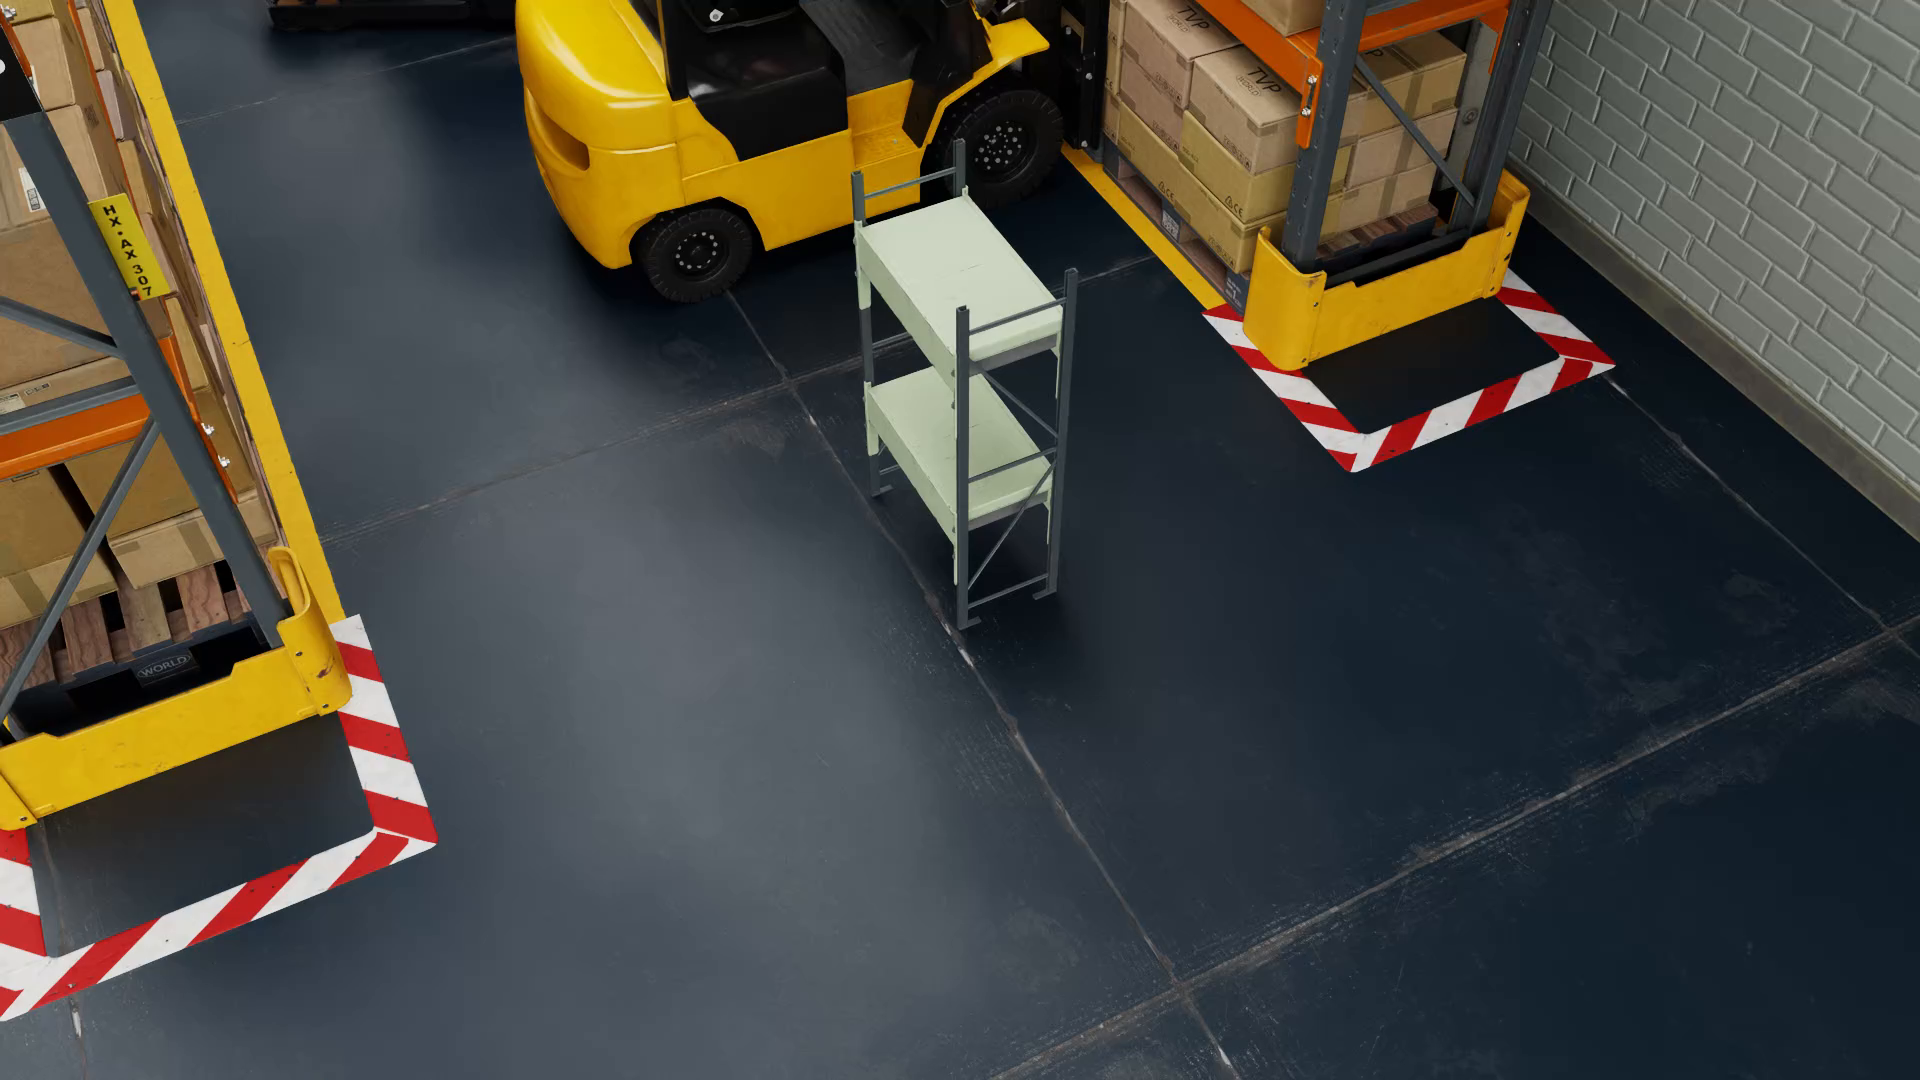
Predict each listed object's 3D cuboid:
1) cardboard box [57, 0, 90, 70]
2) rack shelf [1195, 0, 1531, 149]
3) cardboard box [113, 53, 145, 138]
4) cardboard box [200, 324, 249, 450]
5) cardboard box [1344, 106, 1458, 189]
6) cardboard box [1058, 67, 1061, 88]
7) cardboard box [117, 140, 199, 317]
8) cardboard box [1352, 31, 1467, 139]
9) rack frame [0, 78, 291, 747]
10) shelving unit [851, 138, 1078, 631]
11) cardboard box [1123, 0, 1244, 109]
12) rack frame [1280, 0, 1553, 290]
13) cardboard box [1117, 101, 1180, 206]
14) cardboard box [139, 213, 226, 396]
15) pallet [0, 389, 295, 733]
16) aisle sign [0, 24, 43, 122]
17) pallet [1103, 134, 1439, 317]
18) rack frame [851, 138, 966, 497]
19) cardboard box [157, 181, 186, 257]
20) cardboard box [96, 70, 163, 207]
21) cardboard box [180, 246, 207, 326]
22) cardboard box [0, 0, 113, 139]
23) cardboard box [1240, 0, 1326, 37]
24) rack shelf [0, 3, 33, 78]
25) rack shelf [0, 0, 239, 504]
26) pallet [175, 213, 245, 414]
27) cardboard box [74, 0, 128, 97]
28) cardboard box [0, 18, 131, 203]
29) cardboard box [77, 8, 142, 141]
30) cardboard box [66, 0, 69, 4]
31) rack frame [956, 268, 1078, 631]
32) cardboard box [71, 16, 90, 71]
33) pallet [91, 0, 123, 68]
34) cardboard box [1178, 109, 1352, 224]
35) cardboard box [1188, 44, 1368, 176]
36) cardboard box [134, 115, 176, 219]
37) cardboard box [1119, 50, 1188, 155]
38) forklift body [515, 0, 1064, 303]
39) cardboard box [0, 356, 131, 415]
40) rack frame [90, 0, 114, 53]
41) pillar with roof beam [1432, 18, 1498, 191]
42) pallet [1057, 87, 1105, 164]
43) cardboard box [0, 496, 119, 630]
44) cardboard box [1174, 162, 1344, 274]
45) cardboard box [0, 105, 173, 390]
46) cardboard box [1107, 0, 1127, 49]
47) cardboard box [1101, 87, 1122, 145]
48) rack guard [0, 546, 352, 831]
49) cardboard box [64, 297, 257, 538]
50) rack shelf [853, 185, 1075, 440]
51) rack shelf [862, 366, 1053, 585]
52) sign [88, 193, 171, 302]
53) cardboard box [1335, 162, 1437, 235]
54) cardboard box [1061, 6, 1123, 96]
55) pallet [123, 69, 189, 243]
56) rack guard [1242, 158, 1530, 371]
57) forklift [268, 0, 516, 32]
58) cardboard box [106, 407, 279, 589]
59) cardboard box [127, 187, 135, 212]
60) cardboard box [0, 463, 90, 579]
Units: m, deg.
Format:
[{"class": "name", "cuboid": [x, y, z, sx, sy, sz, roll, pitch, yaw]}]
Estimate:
[{"class": "cardboard box", "cuboid": [-3.338, -1.855, 5.616, 0.500, 0.500, 0.500, -22, 52, -18]}, {"class": "rack shelf", "cuboid": [0.843, -3.102, 7.448, 1.077, 0.370, 4.000, -21, 52, -18]}, {"class": "cardboard box", "cuboid": [-3.975, -1.895, 7.462, 0.500, 0.250, 0.500, -19, 52, -16]}, {"class": "cardboard box", "cuboid": [-3.004, -0.500, 6.242, 0.500, 0.250, 0.500, -19, 52, -16]}, {"class": "cardboard box", "cuboid": [1.727, -1.784, 7.033, 0.500, 0.250, 0.500, -20, 52, -17]}, {"class": "cardboard box", "cuboid": [0.564, -2.453, 7.950, 0.500, 0.250, 0.500, -20, 52, -16]}, {"class": "cardboard box", "cuboid": [-3.254, -1.106, 6.274, 0.500, 0.500, 0.500, -20, 52, -17]}, {"class": "cardboard box", "cuboid": [1.706, -1.949, 6.845, 0.500, 0.250, 0.500, -22, 52, -18]}, {"class": "rack frame", "cuboid": [-2.654, -0.288, 4.509, 1.000, 3.000, 0.127, -21, 52, -18]}, {"class": "shelving unit", "cuboid": [0.003, -0.489, 5.682, 0.431, 1.500, 0.755, -21, 52, -18]}, {"class": "cardboard box", "cuboid": [1.031, -2.103, 6.980, 0.500, 0.250, 0.500, -20, 52, -17]}, {"class": "rack frame", "cuboid": [1.758, -2.000, 6.007, 1.000, 3.000, 0.127, -21, 52, -18]}, {"class": "cardboard box", "cuboid": [1.043, -1.775, 7.357, 0.500, 0.250, 0.500, -21, 52, -18]}, {"class": "cardboard box", "cuboid": [-3.032, -0.767, 5.978, 0.500, 0.500, 0.500, -23, 53, -19]}, {"class": "pallet", "cuboid": [-3.029, 0.023, 6.089, 1.003, 0.211, 1.213, -21, 52, -18]}, {"class": "aisle sign", "cuboid": [-2.350, -1.209, 3.588, 0.394, 0.787, 0.004, -21, 52, -18]}, {"class": "pallet", "cuboid": [1.371, -1.580, 7.491, 1.003, 0.211, 1.213, -21, 52, -18]}, {"class": "rack frame", "cuboid": [-0.164, -0.734, 5.896, 0.400, 1.500, 0.023, -21, 52, -18]}, {"class": "cardboard box", "cuboid": [-3.494, -1.200, 6.855, 0.500, 0.250, 0.500, -20, 52, -17]}, {"class": "cardboard box", "cuboid": [-3.506, -1.460, 6.584, 0.500, 0.500, 0.500, -19, 51, -16]}, {"class": "cardboard box", "cuboid": [-3.265, -0.861, 6.558, 0.500, 0.250, 0.500, -18, 51, -15]}, {"class": "cardboard box", "cuboid": [-3.098, -1.517, 5.320, 0.500, 0.500, 0.500, -22, 52, -18]}, {"class": "cardboard box", "cuboid": [1.299, -2.272, 6.178, 0.500, 0.500, 0.500, -22, 52, -18]}, {"class": "rack shelf", "cuboid": [-3.569, -2.377, 4.821, 1.077, 0.370, 4.000, -21, 52, -18]}, {"class": "rack shelf", "cuboid": [-3.569, -1.390, 5.951, 1.077, 0.370, 4.000, -21, 52, -18]}, {"class": "pallet", "cuboid": [-3.583, -0.792, 6.803, 1.003, 0.211, 1.213, -21, 52, -18]}, {"class": "cardboard box", "cuboid": [-3.975, -2.141, 7.180, 0.500, 0.500, 0.500, -22, 52, -18]}, {"class": "cardboard box", "cuboid": [-2.864, -1.177, 5.022, 0.500, 0.500, 0.500, -20, 52, -16]}, {"class": "cardboard box", "cuboid": [-3.741, -1.802, 6.882, 0.500, 0.500, 0.500, -20, 52, -17]}, {"class": "cardboard box", "cuboid": [-3.598, -2.093, 6.255, 0.380, 0.149, 0.250, -22, 52, -18]}, {"class": "rack frame", "cuboid": [0.171, -0.244, 5.467, 0.400, 1.500, 0.023, -21, 52, -18]}, {"class": "cardboard box", "cuboid": [-3.358, -1.752, 5.957, 0.380, 0.149, 0.250, -21, 52, -17]}, {"class": "pallet", "cuboid": [-4.842, -2.568, 8.355, 1.003, 0.211, 1.213, -21, 52, -18]}, {"class": "cardboard box", "cuboid": [1.257, -1.616, 6.886, 0.500, 0.250, 0.500, -22, 52, -18]}, {"class": "cardboard box", "cuboid": [1.270, -1.763, 6.683, 0.500, 0.250, 0.500, -20, 52, -16]}, {"class": "cardboard box", "cuboid": [-3.722, -1.542, 7.154, 0.500, 0.250, 0.500, -22, 53, -18]}, {"class": "cardboard box", "cuboid": [1.037, -1.955, 7.183, 0.500, 0.250, 0.500, -22, 52, -18]}, {"class": "forklift body", "cuboid": [-0.732, -2.361, 6.886, 2.313, 2.155, 1.214, -21, 52, -18]}, {"class": "cardboard box", "cuboid": [-2.625, -0.504, 4.865, 0.380, 0.149, 0.250, -21, 52, -17]}, {"class": "rack frame", "cuboid": [-4.484, -2.965, 6.851, 1.000, 3.000, 0.127, -21, 52, -18]}, {"class": "pillar with roof beam", "cuboid": [-1.587, -3.269, 3.131, 9.100, 9.000, 0.400, -21, 52, -18]}, {"class": "pallet", "cuboid": [0.816, -2.395, 8.204, 1.003, 0.211, 1.213, -21, 52, -18]}, {"class": "cardboard box", "cuboid": [-3.274, 0.015, 5.792, 0.500, 0.250, 0.500, -21, 52, -18]}, {"class": "cardboard box", "cuboid": [1.262, -1.439, 7.063, 0.500, 0.250, 0.500, -21, 52, -17]}, {"class": "cardboard box", "cuboid": [-2.624, -0.831, 4.720, 0.500, 0.500, 0.500, -22, 52, -18]}, {"class": "cardboard box", "cuboid": [0.791, -2.437, 7.272, 0.500, 0.250, 0.500, -21, 52, -17]}, {"class": "cardboard box", "cuboid": [0.822, -2.113, 7.653, 0.500, 0.250, 0.500, -21, 52, -17]}, {"class": "rack guard", "cuboid": [-2.689, 0.484, 5.494, 1.175, 0.500, 0.348, -21, 52, -18]}, {"class": "cardboard box", "cuboid": [-2.789, -0.419, 5.673, 0.500, 0.500, 0.500, -23, 53, -19]}, {"class": "rack shelf", "cuboid": [0.003, -0.746, 5.388, 0.431, 0.370, 0.720, -21, 52, -18]}, {"class": "rack shelf", "cuboid": [0.003, -0.275, 5.927, 0.431, 0.370, 0.720, -21, 52, -18]}, {"class": "sign", "cuboid": [-2.172, -0.760, 4.347, 0.100, 0.325, 0.005, -21, 52, -18]}, {"class": "cardboard box", "cuboid": [1.707, -1.629, 7.230, 0.500, 0.250, 0.500, -21, 52, -17]}, {"class": "cardboard box", "cuboid": [0.782, -2.293, 7.479, 0.500, 0.250, 0.500, -22, 52, -18]}, {"class": "pallet", "cuboid": [-4.146, -1.610, 7.518, 1.003, 0.211, 1.213, -21, 52, -18]}, {"class": "rack guard", "cuboid": [1.769, -1.161, 6.933, 1.175, 0.500, 0.348, -21, 52, -18]}, {"class": "forklift", "cuboid": [-3.154, -3.976, 7.780, 3.031, 2.935, 1.130, -1, 49, -1]}, {"class": "cardboard box", "cuboid": [-2.777, -0.156, 5.941, 0.500, 0.250, 0.500, -22, 52, -18]}, {"class": "cardboard box", "cuboid": [-2.878, -1.059, 5.350, 0.380, 0.149, 0.250, -20, 52, -17]}, {"class": "cardboard box", "cuboid": [-3.252, -0.214, 5.494, 0.500, 0.500, 0.500, -21, 52, -17]}]
